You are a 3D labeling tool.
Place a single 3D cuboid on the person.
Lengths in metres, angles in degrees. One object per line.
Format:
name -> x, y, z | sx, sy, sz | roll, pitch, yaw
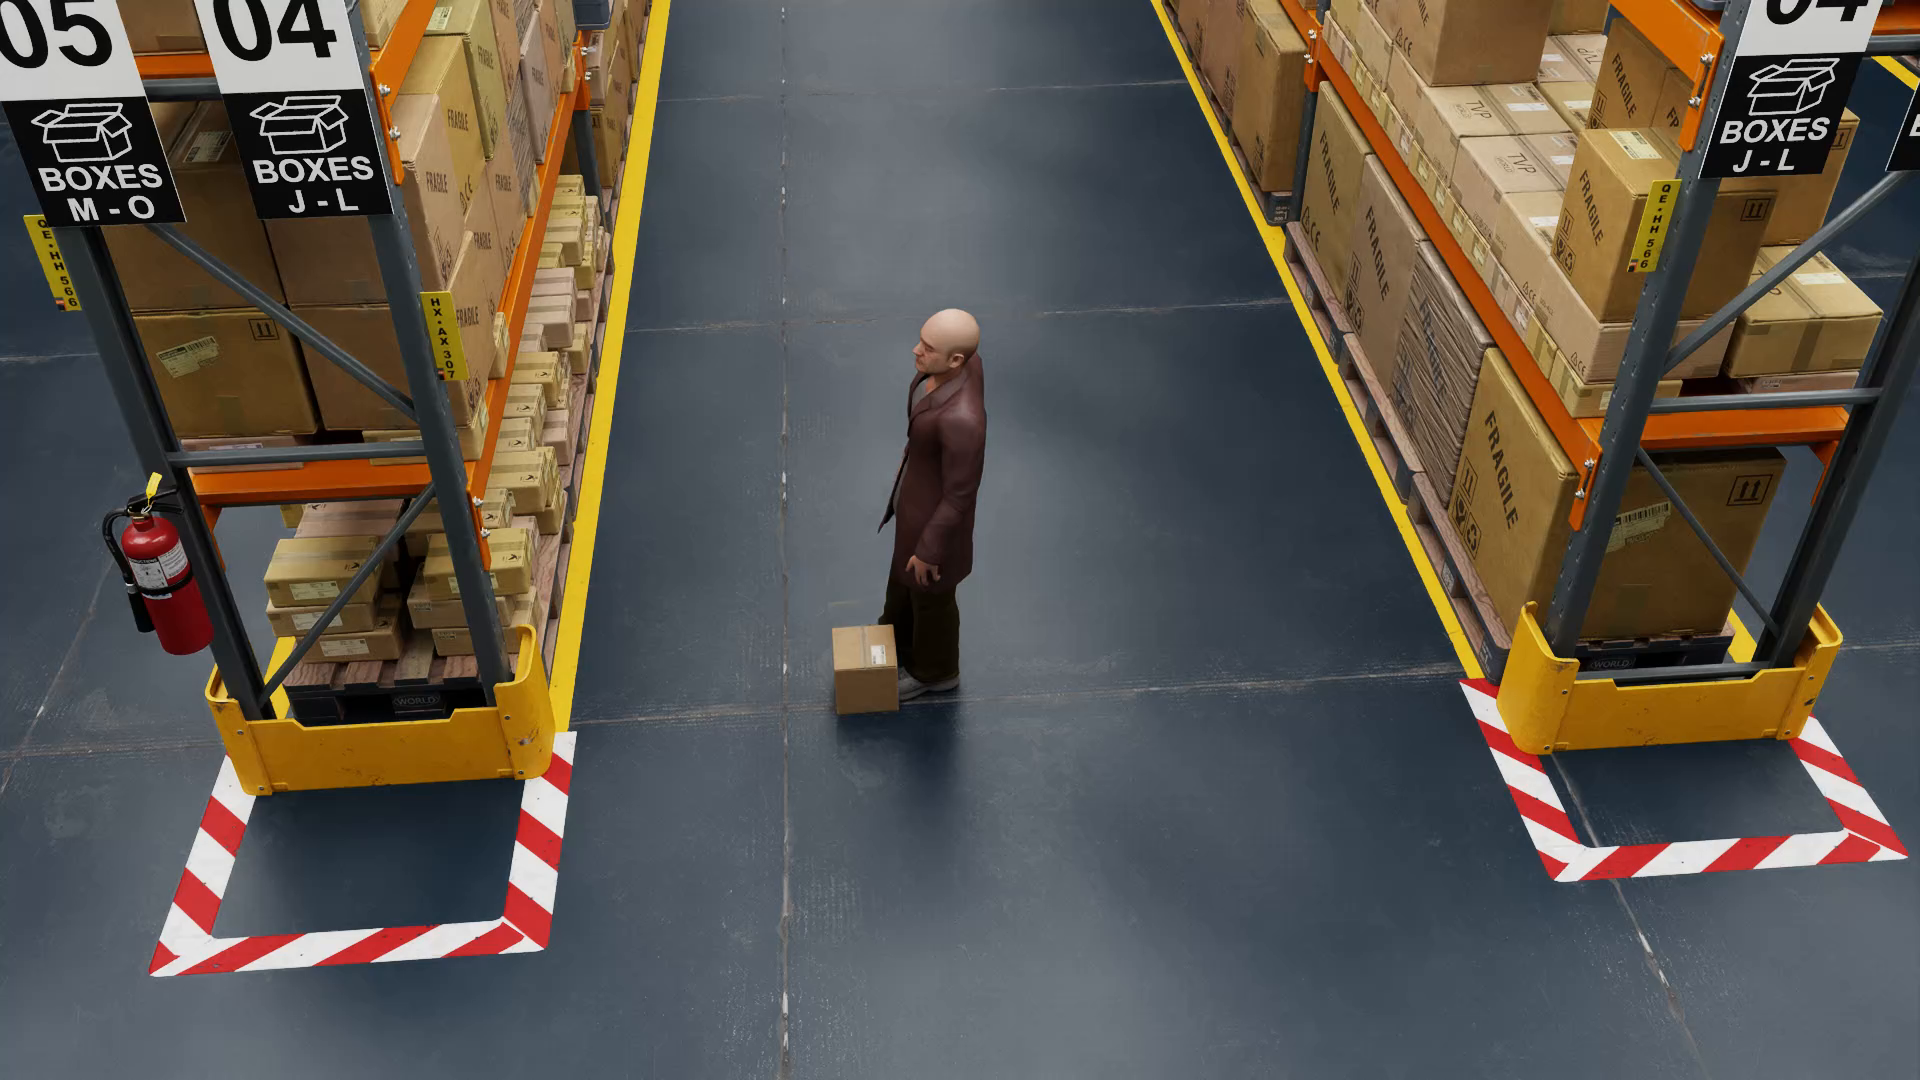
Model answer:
person -> -0.195, -0.029, 6.343 | 0.580, 1.584, 0.698 | -3, 39, -4
